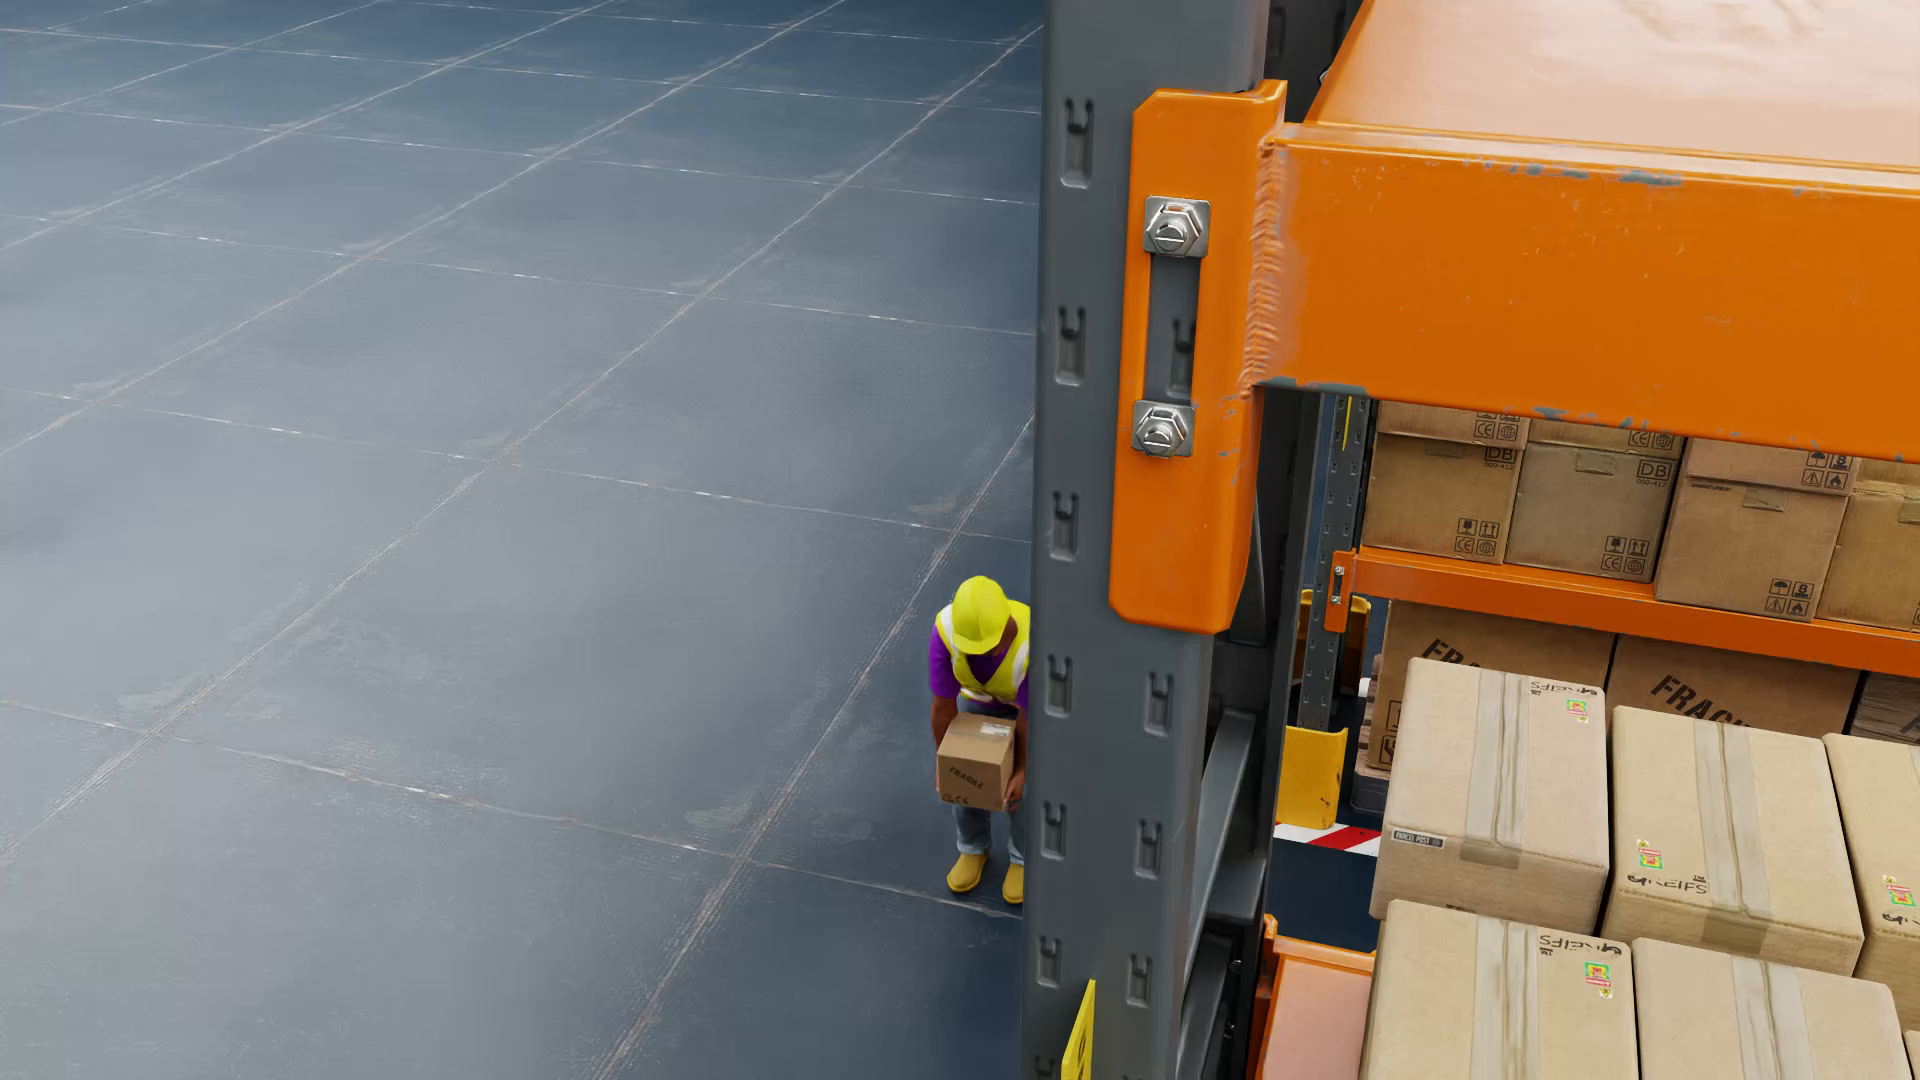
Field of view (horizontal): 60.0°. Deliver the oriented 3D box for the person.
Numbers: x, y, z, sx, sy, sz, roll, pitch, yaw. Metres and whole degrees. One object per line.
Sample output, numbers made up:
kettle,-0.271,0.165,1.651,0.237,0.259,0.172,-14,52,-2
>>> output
person,0.133,0.742,6.426,0.480,1.608,0.749,8,30,14
